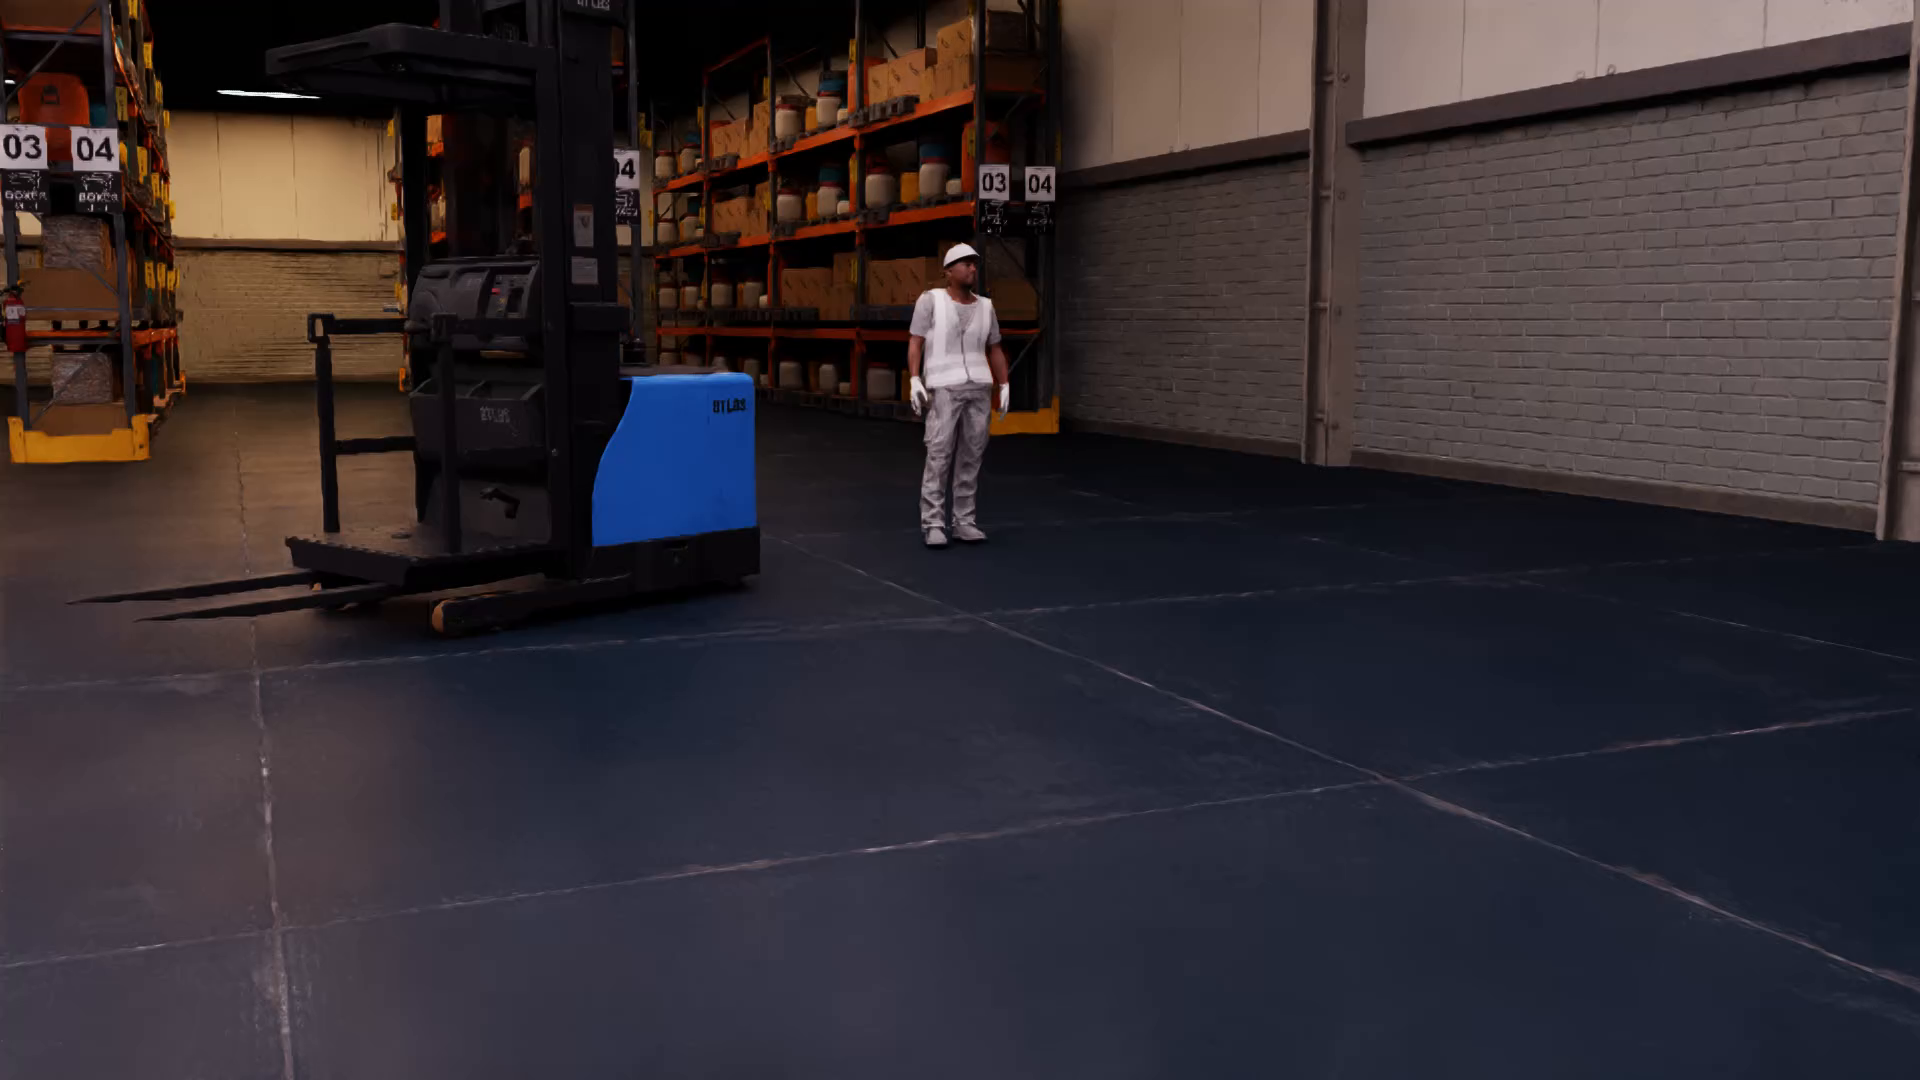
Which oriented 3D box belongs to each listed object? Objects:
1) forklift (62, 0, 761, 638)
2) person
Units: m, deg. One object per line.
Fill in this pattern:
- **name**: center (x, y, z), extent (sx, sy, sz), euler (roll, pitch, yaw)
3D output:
- **forklift**: center (-2.343, -1.114, 7.389), extent (1.130, 2.935, 3.031), euler (6, 10, 40)
- **person**: center (0.022, -0.882, 9.968), extent (0.655, 1.782, 0.576), euler (-3, 8, -23)
